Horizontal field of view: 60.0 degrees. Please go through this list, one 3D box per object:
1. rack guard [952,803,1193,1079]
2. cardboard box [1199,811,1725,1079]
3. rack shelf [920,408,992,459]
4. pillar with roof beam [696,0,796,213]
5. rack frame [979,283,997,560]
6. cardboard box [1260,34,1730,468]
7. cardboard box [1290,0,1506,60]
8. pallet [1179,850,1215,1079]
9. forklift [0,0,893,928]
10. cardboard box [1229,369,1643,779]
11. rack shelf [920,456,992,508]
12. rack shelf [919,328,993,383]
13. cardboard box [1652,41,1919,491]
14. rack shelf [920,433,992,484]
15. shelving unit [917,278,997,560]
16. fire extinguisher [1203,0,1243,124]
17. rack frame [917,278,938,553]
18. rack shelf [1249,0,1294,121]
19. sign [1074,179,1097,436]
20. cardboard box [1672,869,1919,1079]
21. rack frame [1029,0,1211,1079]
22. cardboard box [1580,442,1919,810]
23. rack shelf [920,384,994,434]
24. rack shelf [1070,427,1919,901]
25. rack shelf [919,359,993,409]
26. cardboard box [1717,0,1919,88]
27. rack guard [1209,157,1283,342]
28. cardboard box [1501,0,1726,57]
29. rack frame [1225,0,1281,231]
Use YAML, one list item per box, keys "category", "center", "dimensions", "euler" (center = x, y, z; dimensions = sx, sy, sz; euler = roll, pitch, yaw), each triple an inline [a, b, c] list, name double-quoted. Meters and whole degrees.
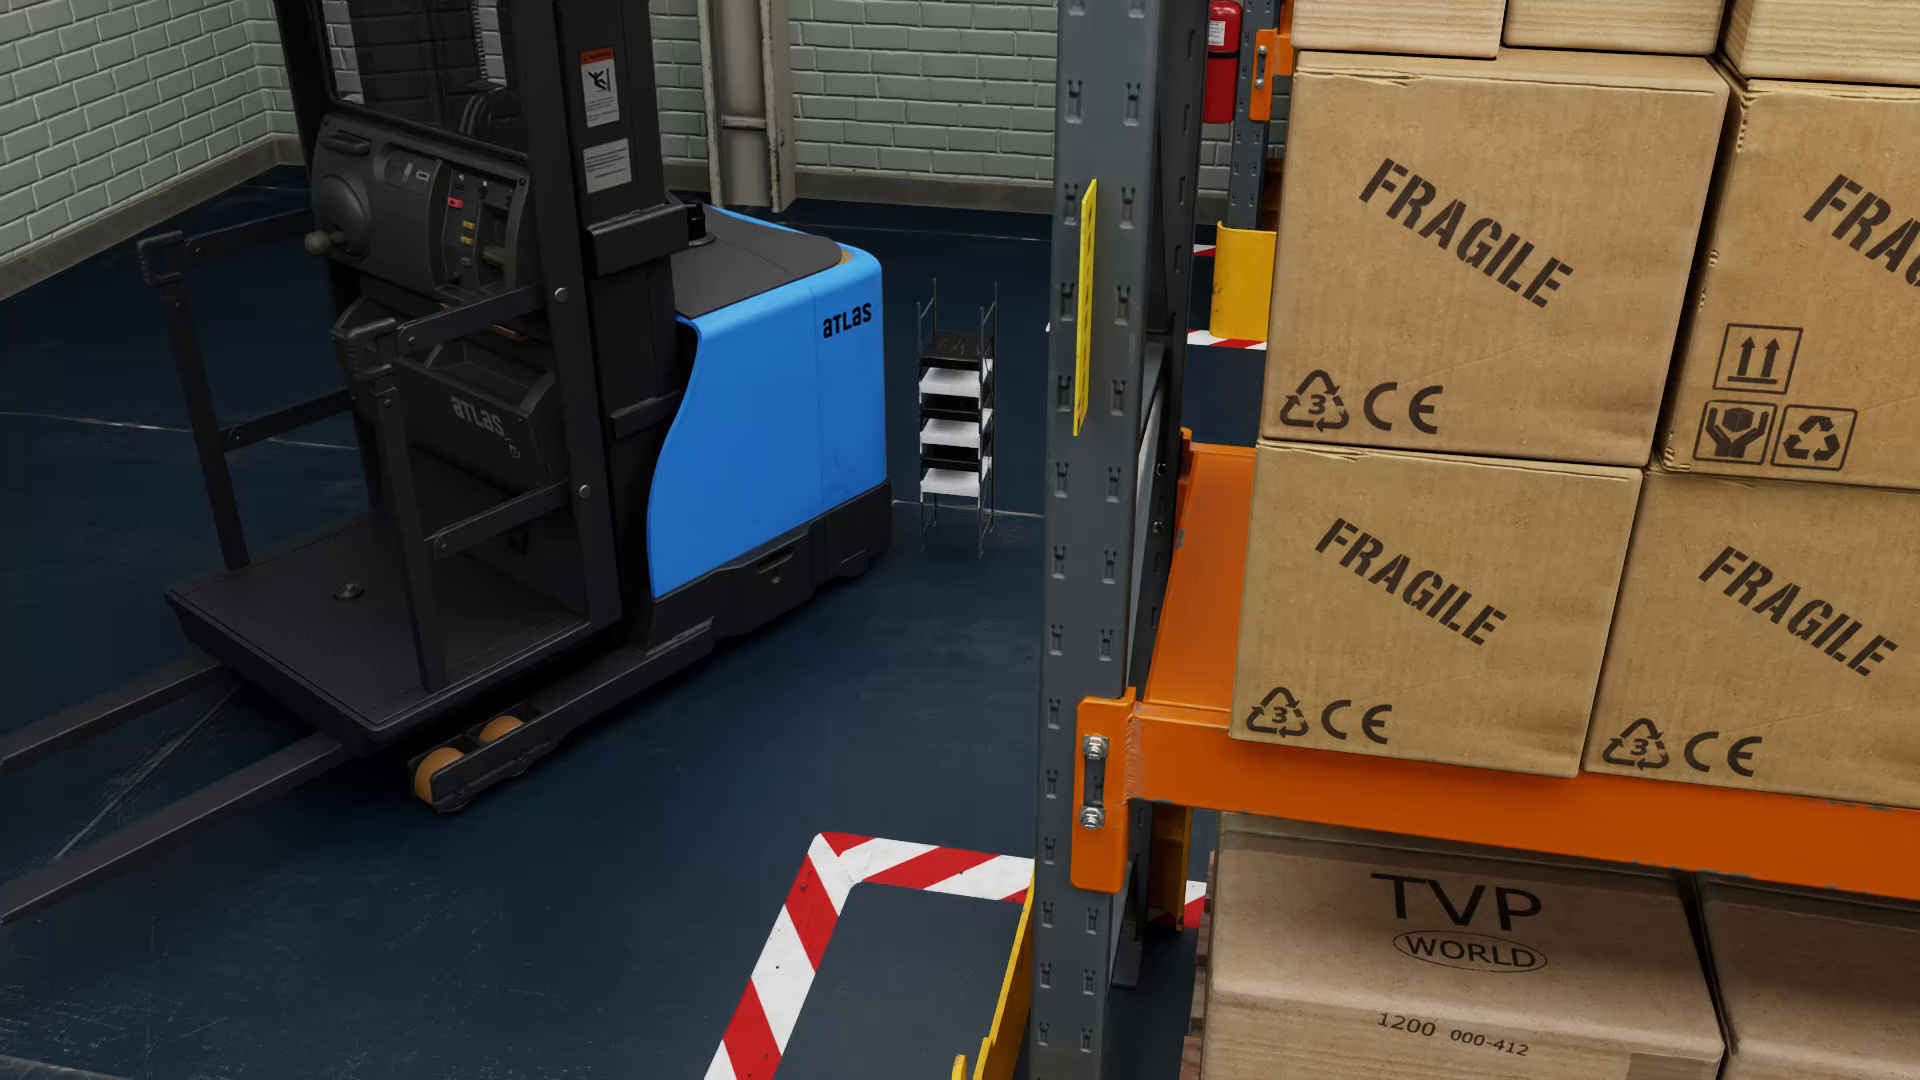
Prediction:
- category: "rack guard"
  center: [0.263, 0.945, 3.504]
  dimensions: [0.348, 0.500, 1.175]
  euler: [6, 29, 11]
- category: "cardboard box"
  center: [0.953, 0.809, 3.379]
  dimensions: [0.875, 0.438, 0.875]
  euler: [5, 29, 9]
- category: "rack shelf"
  center: [-0.008, -0.366, 5.551]
  dimensions: [0.200, 0.077, 0.258]
  euler: [6, 29, 11]
- category: "pillar with roof beam"
  center: [-2.028, -3.784, 3.292]
  dimensions: [0.400, 9.000, 9.100]
  euler: [6, 29, 11]
- category: "rack frame"
  center: [0.091, -0.385, 5.517]
  dimensions: [0.006, 0.900, 0.240]
  euler: [6, 29, 11]
- category: "cardboard box"
  center: [0.697, -0.450, 2.303]
  dimensions: [0.500, 0.500, 0.500]
  euler: [5, 29, 9]
- category: "cardboard box"
  center: [0.576, -0.751, 2.177]
  dimensions: [0.250, 0.149, 0.380]
  euler: [6, 29, 12]
- category: "pallet"
  center: [1.085, 1.117, 3.490]
  dimensions: [1.213, 0.211, 1.003]
  euler: [6, 29, 11]
- category: "forklift"
  center: [-1.561, -0.836, 4.225]
  dimensions: [1.130, 2.935, 3.031]
  euler: [22, 36, 34]
- category: "cardboard box"
  center: [0.696, -0.010, 2.541]
  dimensions: [0.500, 0.500, 0.500]
  euler: [6, 29, 10]
- category: "rack shelf"
  center: [-0.008, -0.208, 5.638]
  dimensions: [0.200, 0.077, 0.258]
  euler: [6, 29, 11]
- category: "rack shelf"
  center: [-0.008, -0.603, 5.422]
  dimensions: [0.200, 0.077, 0.258]
  euler: [6, 29, 11]
- category: "cardboard box"
  center: [1.204, -0.401, 2.214]
  dimensions: [0.500, 0.500, 0.500]
  euler: [5, 29, 9]
- category: "rack shelf"
  center: [-0.008, -0.287, 5.595]
  dimensions: [0.200, 0.077, 0.258]
  euler: [6, 29, 11]
- category: "shelving unit"
  center: [-0.008, -0.396, 5.535]
  dimensions: [0.210, 0.900, 0.258]
  euler: [6, 29, 11]
- category: "fire extinguisher"
  center: [1.079, -2.081, 6.897]
  dimensions: [0.183, 0.674, 0.296]
  euler: [6, 29, 11]
- category: "rack frame"
  center: [-0.107, -0.406, 5.554]
  dimensions: [0.006, 0.900, 0.240]
  euler: [6, 29, 11]
- category: "rack shelf"
  center: [3.276, -1.965, 6.964]
  dimensions: [4.000, 0.370, 1.077]
  euler: [6, 29, 11]
- category: "sign"
  center: [0.165, -0.304, 2.198]
  dimensions: [0.005, 0.325, 0.100]
  euler: [6, 29, 11]
- category: "cardboard box"
  center: [1.850, 0.897, 3.218]
  dimensions: [0.875, 0.438, 0.875]
  euler: [7, 29, 12]
- category: "rack frame"
  center: [0.287, -0.149, 2.899]
  dimensions: [0.127, 3.000, 1.000]
  euler: [6, 29, 11]
- category: "cardboard box"
  center: [1.197, 0.027, 2.472]
  dimensions: [0.500, 0.500, 0.500]
  euler: [5, 29, 10]
- category: "rack shelf"
  center: [-0.008, -0.445, 5.508]
  dimensions: [0.200, 0.077, 0.258]
  euler: [6, 29, 11]
- category: "rack shelf"
  center: [2.243, 0.367, 2.706]
  dimensions: [4.000, 0.370, 1.077]
  euler: [6, 29, 11]
- category: "rack shelf"
  center: [-0.008, -0.524, 5.465]
  dimensions: [0.200, 0.077, 0.258]
  euler: [6, 29, 11]
- category: "cardboard box"
  center: [1.078, -0.678, 2.044]
  dimensions: [0.250, 0.149, 0.380]
  euler: [7, 29, 12]
- category: "rack guard"
  center: [1.394, -1.377, 7.744]
  dimensions: [0.348, 0.500, 1.175]
  euler: [6, 29, 11]
- category: "cardboard box"
  center: [0.847, -0.758, 2.190]
  dimensions: [0.250, 0.149, 0.380]
  euler: [7, 29, 12]
- category: "rack frame"
  center: [1.320, -2.481, 7.158]
  dimensions: [0.127, 3.000, 1.000]
  euler: [6, 29, 11]
